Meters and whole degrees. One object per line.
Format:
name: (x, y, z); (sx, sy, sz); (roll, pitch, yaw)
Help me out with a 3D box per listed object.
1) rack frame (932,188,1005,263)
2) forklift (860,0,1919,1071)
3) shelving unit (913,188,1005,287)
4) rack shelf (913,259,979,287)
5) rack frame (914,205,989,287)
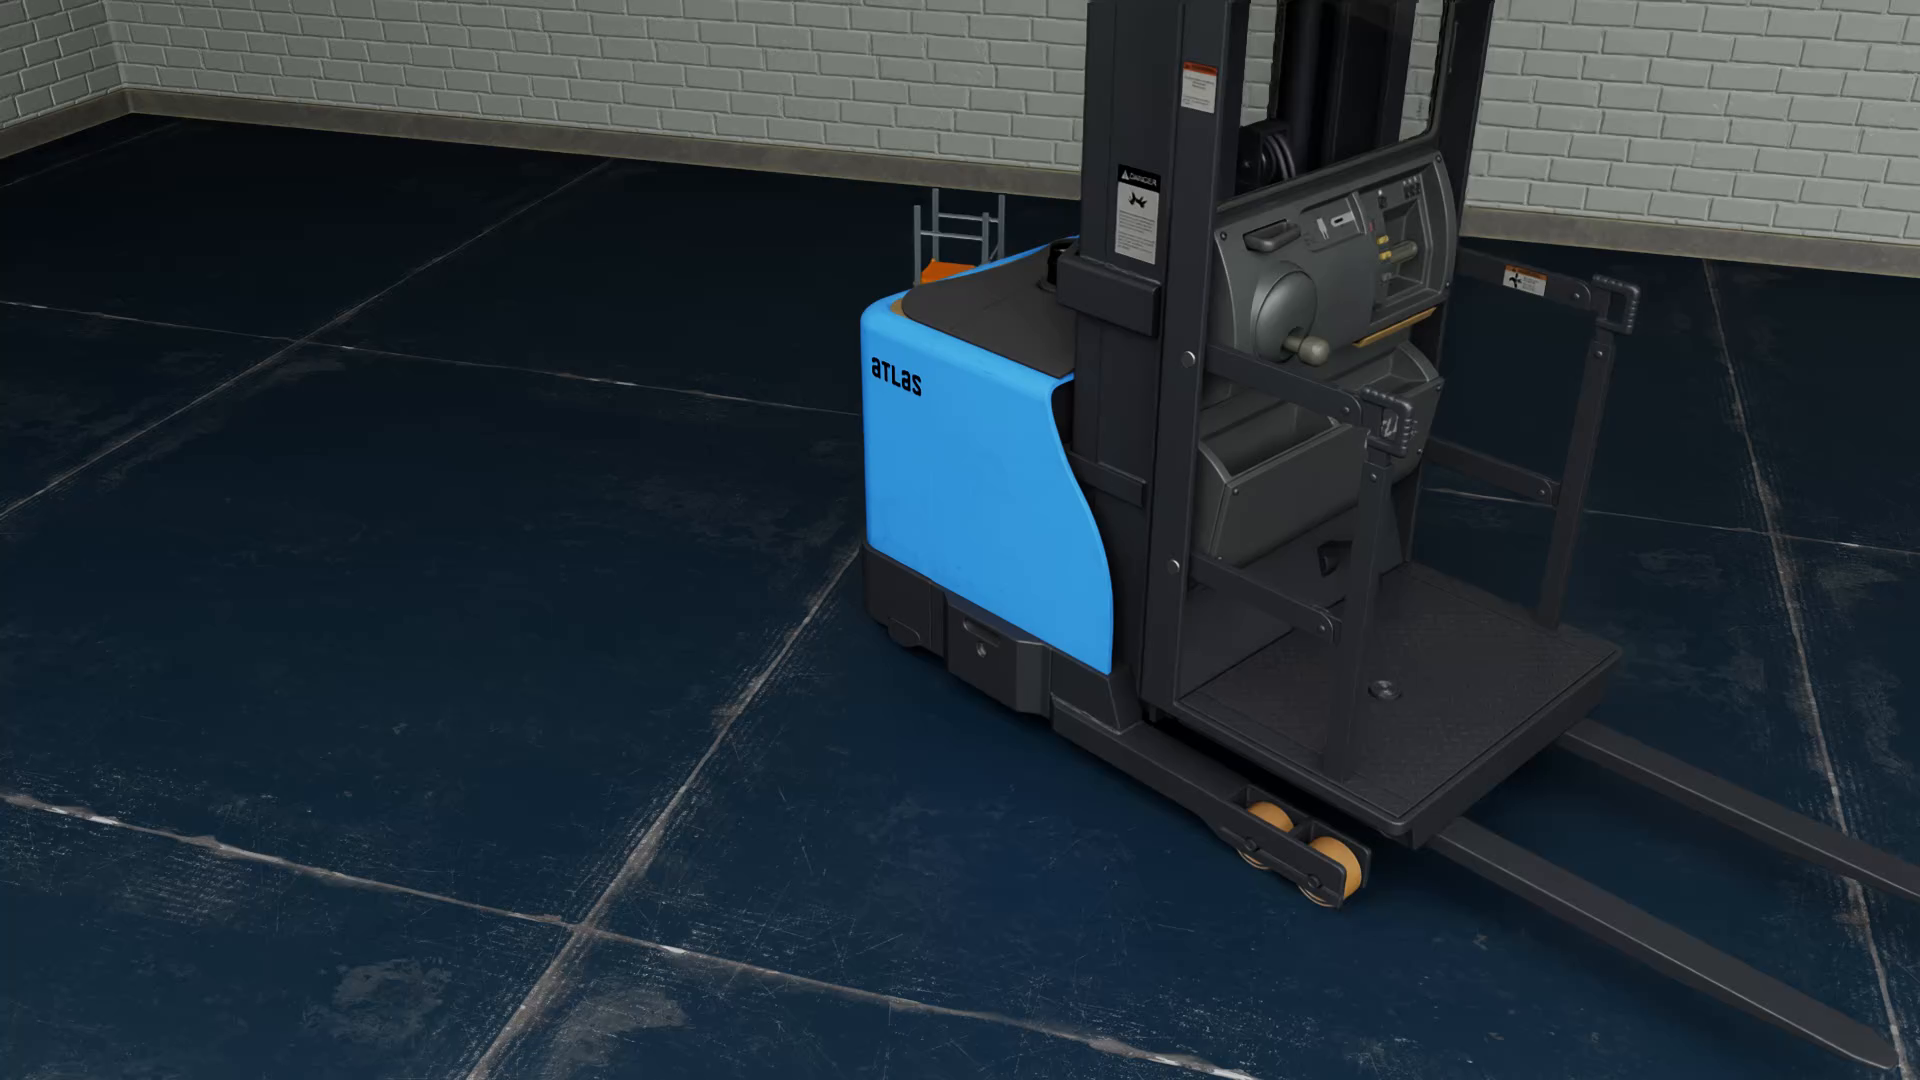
rack frame: (0.025, -0.577, 5.552); (0.240, 1.200, 0.006); (9, 30, 15)
forklift: (1.077, -0.658, 3.918); (1.130, 2.935, 3.031); (-25, 38, -37)
shelving unit: (-0.001, -0.534, 5.475); (0.258, 1.200, 0.189); (9, 30, 15)
rack shelf: (-0.001, -0.810, 5.322); (0.258, 0.103, 0.180); (9, 30, 15)
rack frame: (-0.028, -0.492, 5.399); (0.240, 1.200, 0.006); (9, 30, 15)
